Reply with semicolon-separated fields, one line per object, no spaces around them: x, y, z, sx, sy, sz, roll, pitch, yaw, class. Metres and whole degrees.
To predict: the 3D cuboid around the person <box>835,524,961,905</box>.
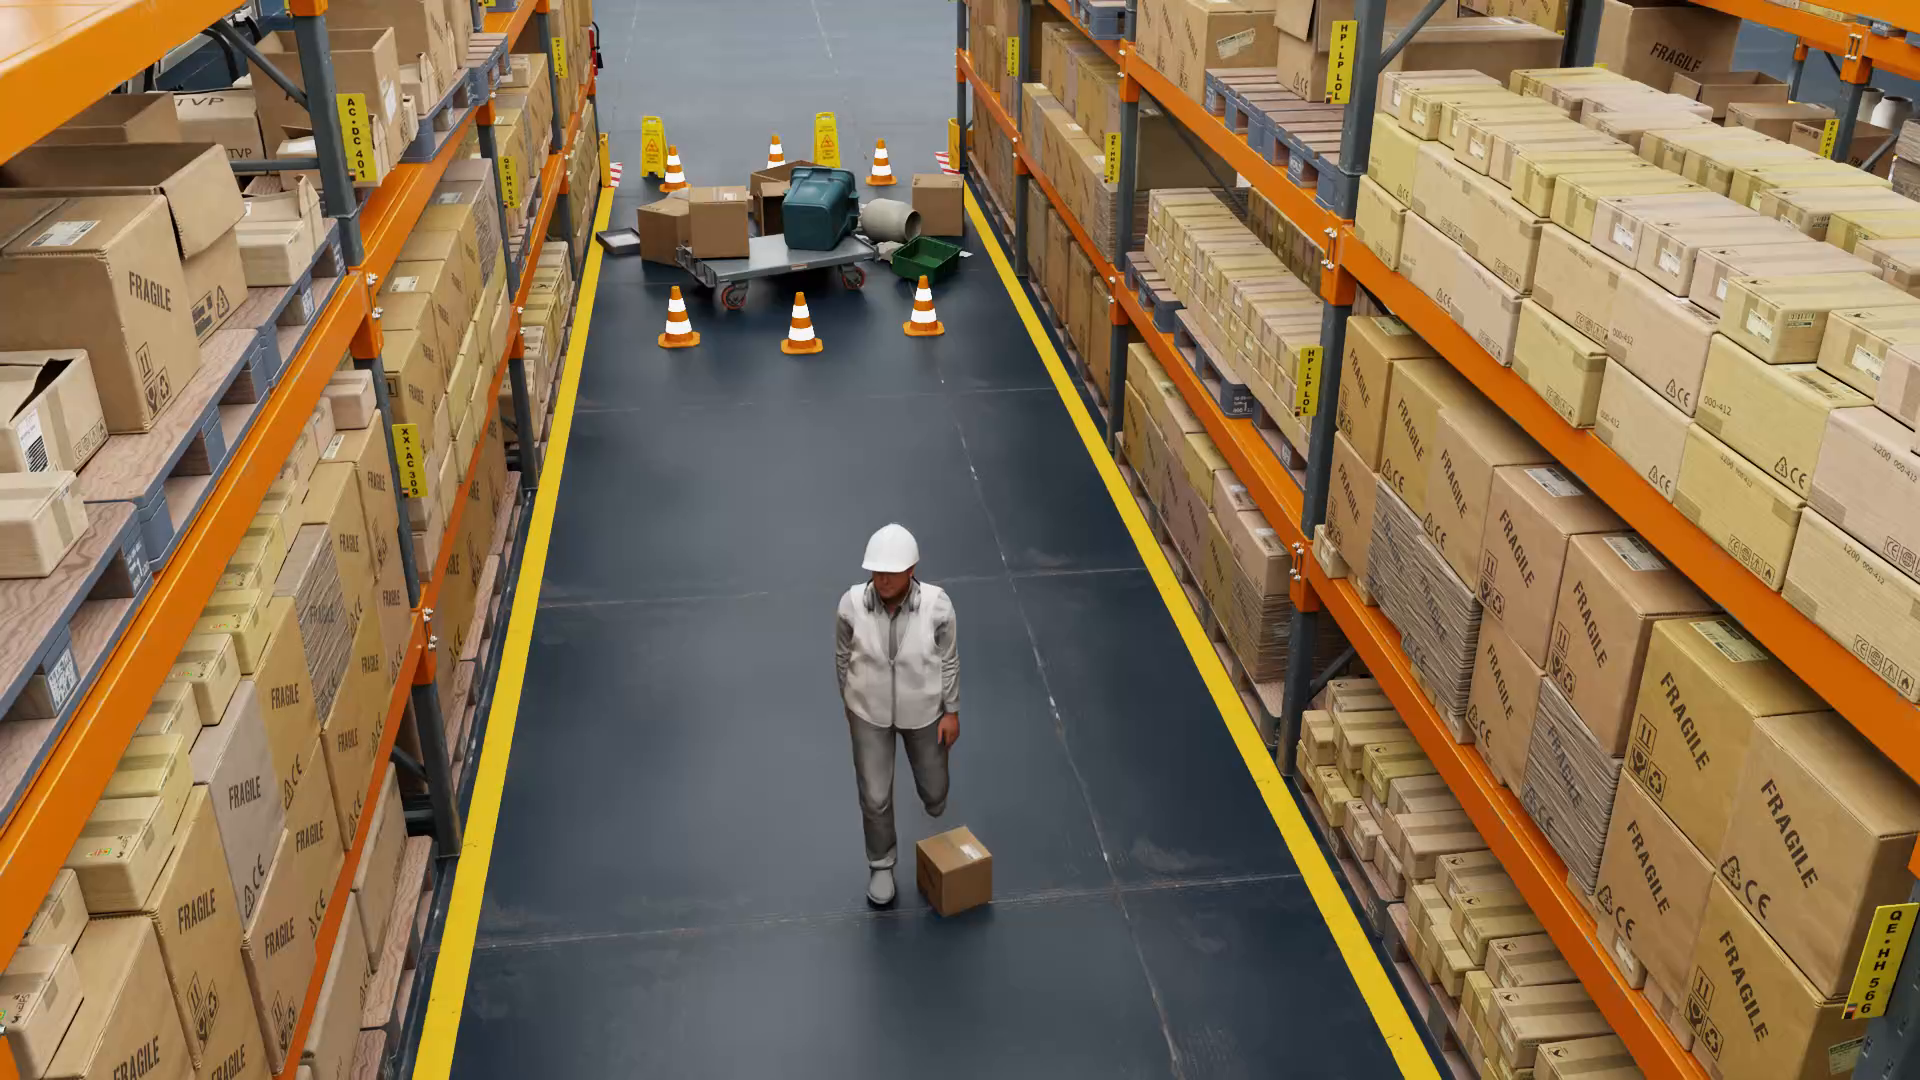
-0.265;0.674;7.242;0.540;1.752;0.764;0;27;1;person
